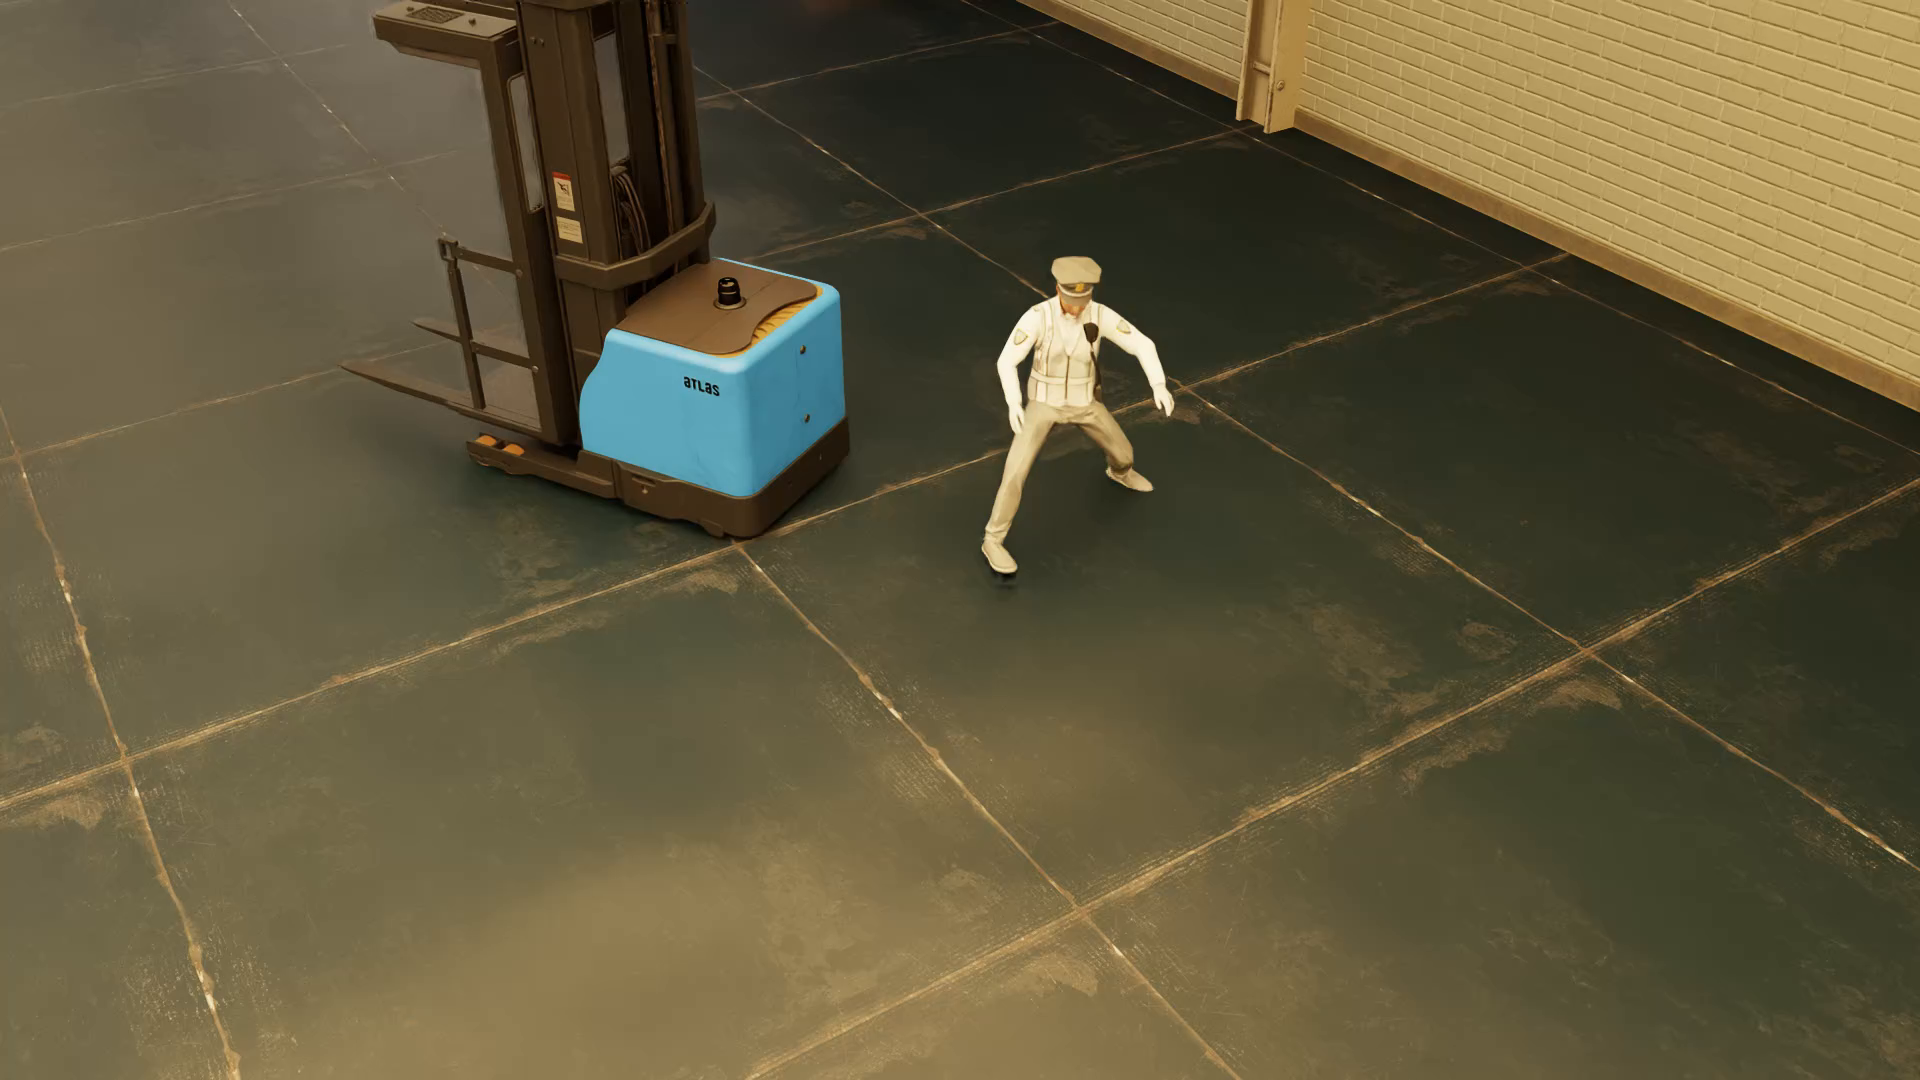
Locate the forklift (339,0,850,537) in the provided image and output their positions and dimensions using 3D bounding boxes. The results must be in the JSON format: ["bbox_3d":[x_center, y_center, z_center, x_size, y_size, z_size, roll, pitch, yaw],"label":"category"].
[{"bbox_3d":[-2.161,-1.809,8.722,3.031,2.935,1.130,17,39,23],"label":"forklift"}]

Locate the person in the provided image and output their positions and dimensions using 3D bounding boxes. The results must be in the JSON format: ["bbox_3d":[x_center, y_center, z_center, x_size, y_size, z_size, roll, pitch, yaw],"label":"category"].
[{"bbox_3d":[0.591,-0.672,8.396,0.998,1.518,0.922,-3,35,-4],"label":"person"}]
